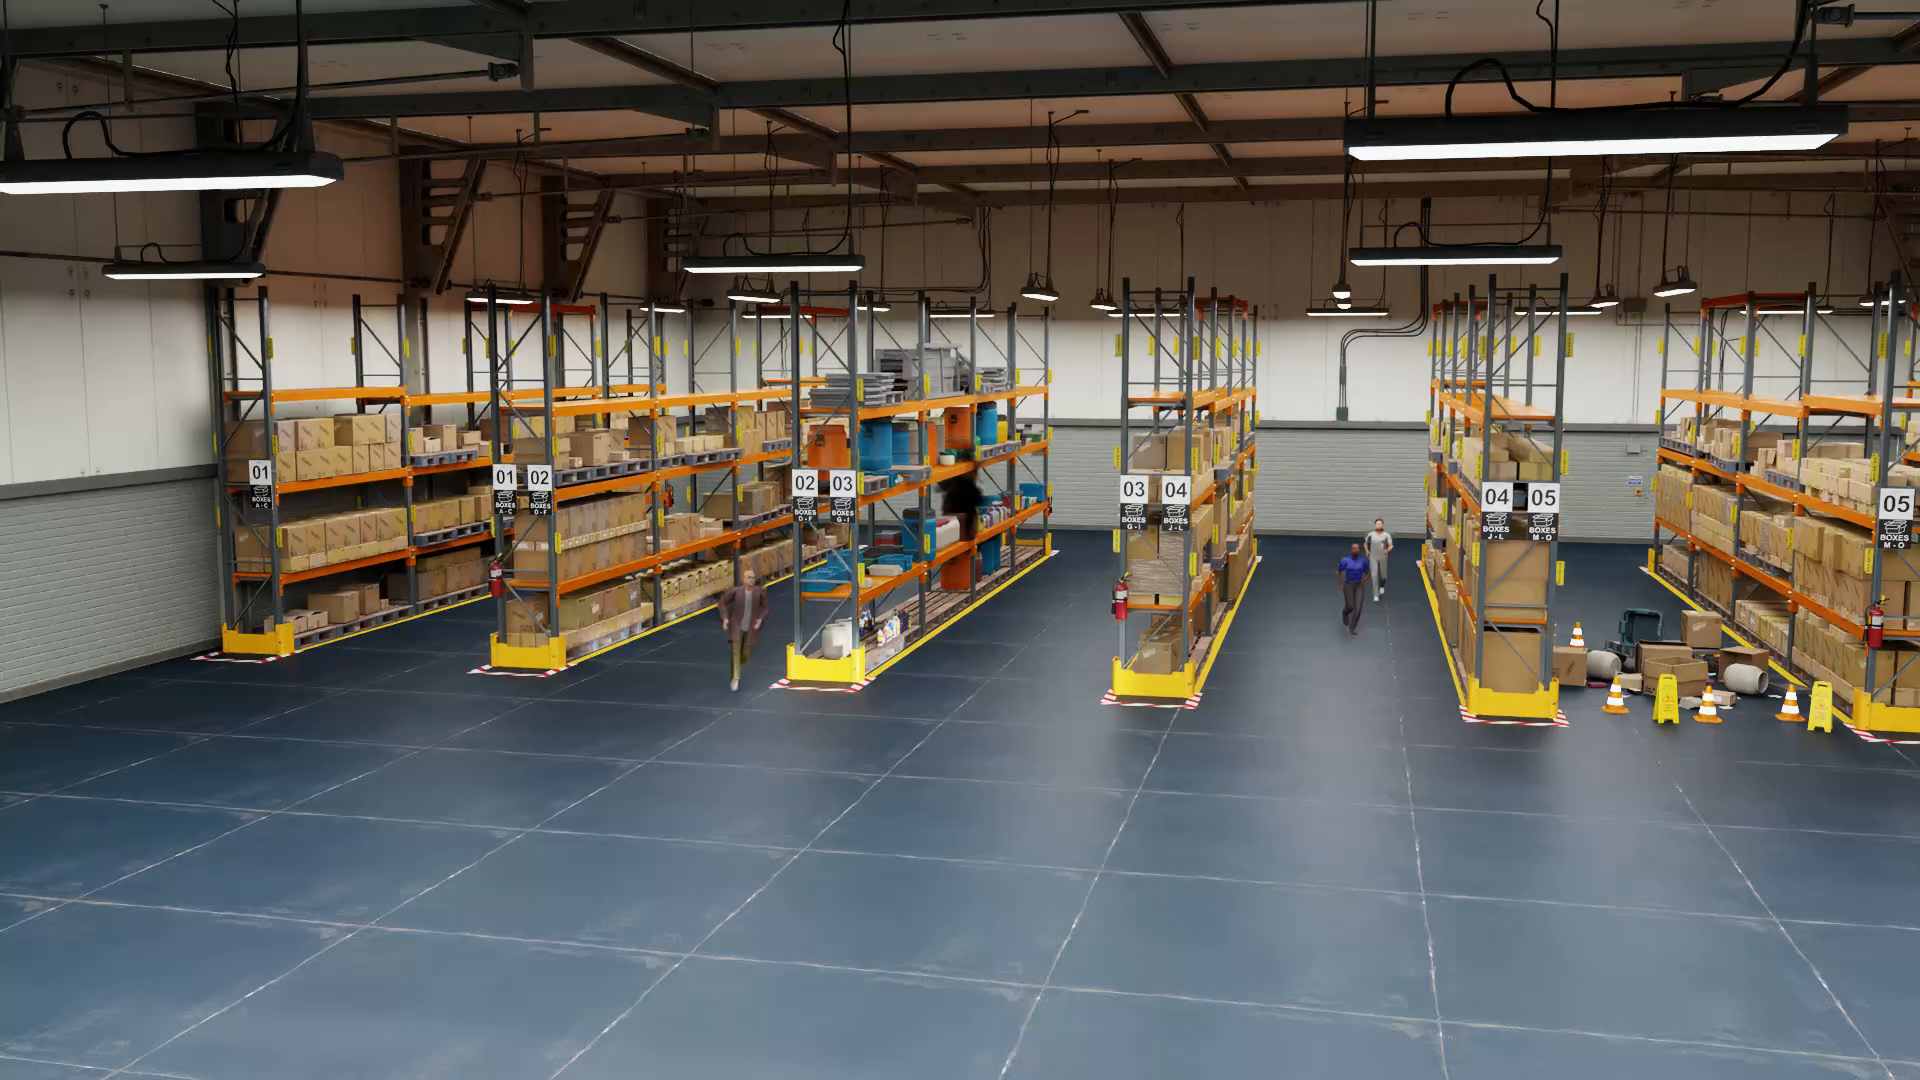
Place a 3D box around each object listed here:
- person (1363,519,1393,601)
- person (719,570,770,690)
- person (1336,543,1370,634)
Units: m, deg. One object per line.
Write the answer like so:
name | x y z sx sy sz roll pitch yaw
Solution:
person | 8.336 0.383 33.189 0.572 1.628 0.752 2 7 15
person | -3.207 1.314 24.804 0.763 1.742 0.796 -2 7 -13
person | 6.931 0.853 29.265 0.575 1.611 0.559 0 7 2
